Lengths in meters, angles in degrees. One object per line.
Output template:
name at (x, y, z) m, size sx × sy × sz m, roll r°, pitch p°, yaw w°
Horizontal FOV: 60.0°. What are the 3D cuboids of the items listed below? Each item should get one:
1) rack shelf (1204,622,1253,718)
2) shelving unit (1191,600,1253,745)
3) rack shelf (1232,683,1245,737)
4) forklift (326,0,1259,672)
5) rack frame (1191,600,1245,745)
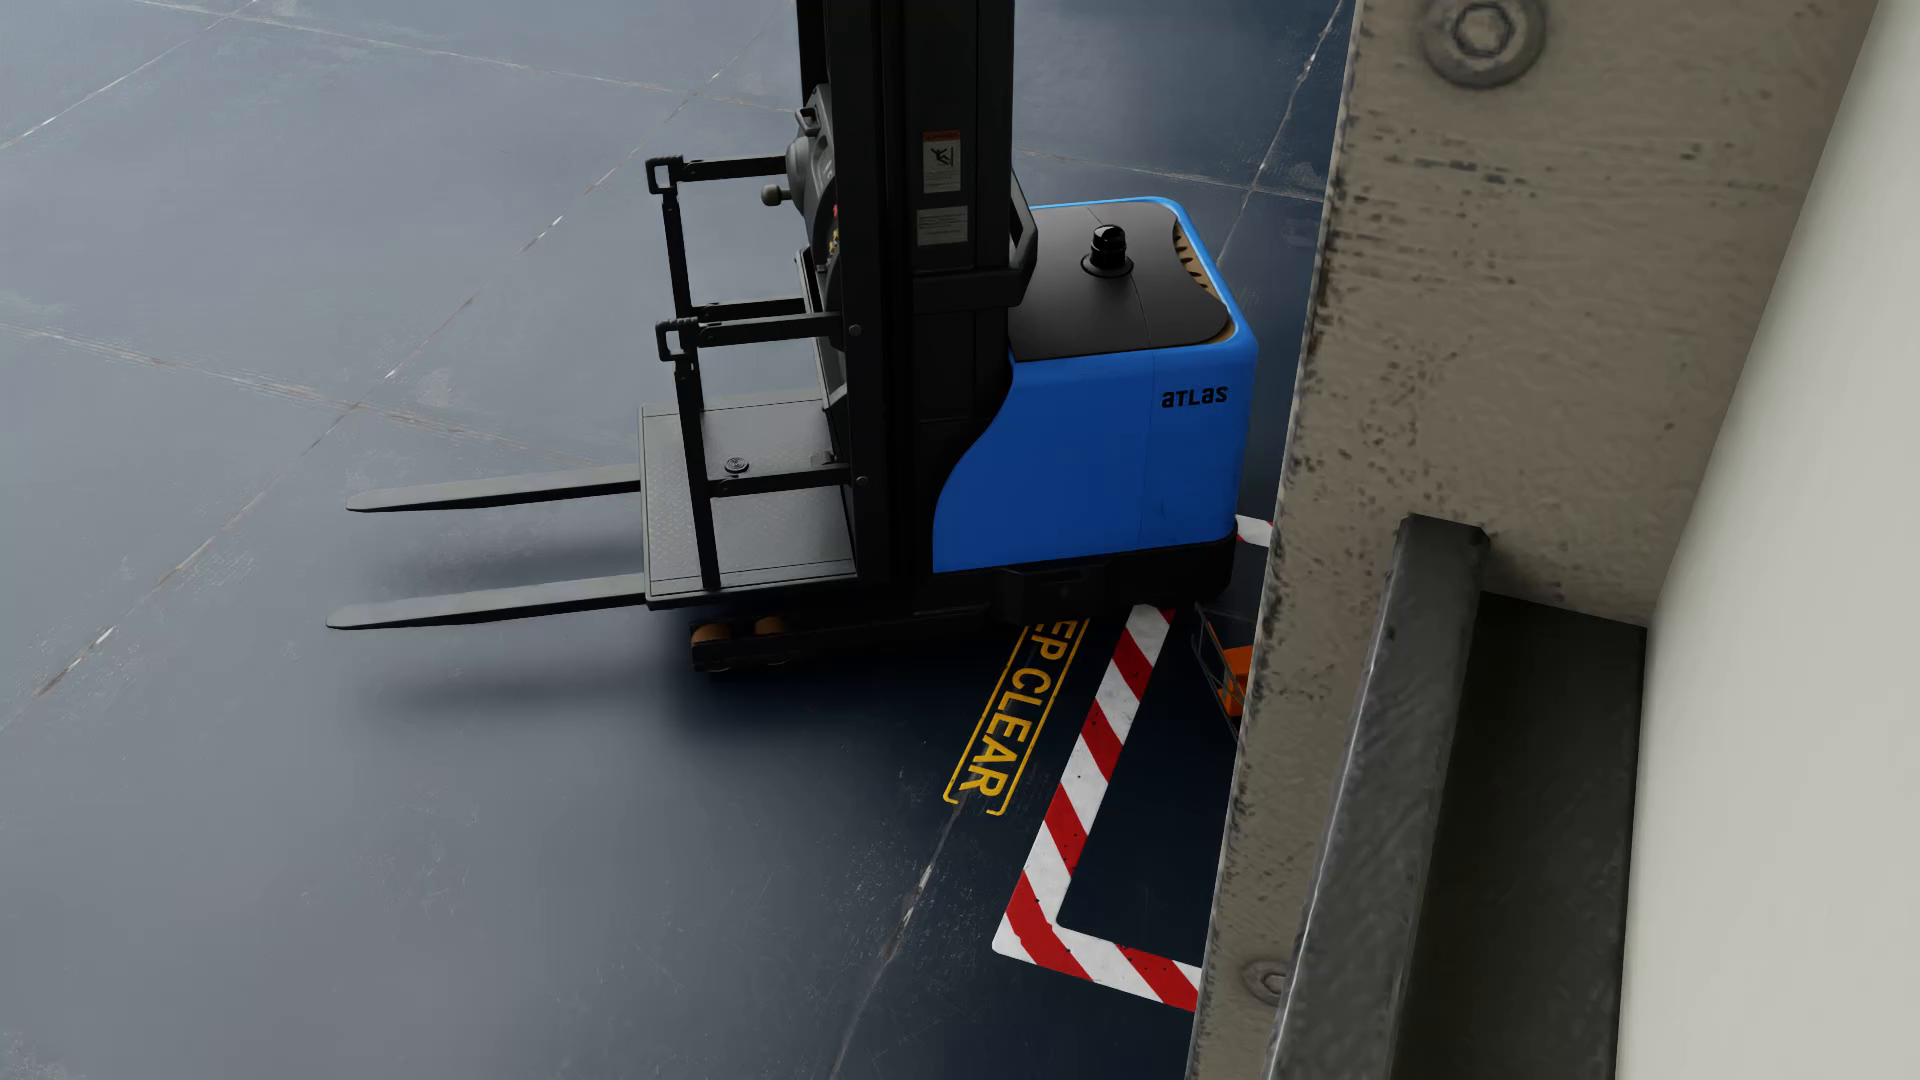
rack shelf at (0.952, 0.409, 5.396) m, size 0.240 × 0.215 × 0.259 m, roll -9°, pitch 42°, yaw -9°
shelving unit at (1.015, 0.595, 5.185) m, size 0.252 × 0.215 × 1.050 m, roll -9°, pitch 42°, yaw -9°
rack shelf at (1.013, 0.588, 5.192) m, size 0.240 × 0.215 × 0.259 m, roll -9°, pitch 42°, yaw -9°
forklift at (-0.621, -1.046, 5.029) m, size 3.031 × 2.935 × 1.130 m, roll -6°, pitch 41°, yaw -7°
rack frame at (0.896, 0.614, 5.165) m, size 0.008 × 0.200 × 1.050 m, roll -9°, pitch 42°, yaw -9°
